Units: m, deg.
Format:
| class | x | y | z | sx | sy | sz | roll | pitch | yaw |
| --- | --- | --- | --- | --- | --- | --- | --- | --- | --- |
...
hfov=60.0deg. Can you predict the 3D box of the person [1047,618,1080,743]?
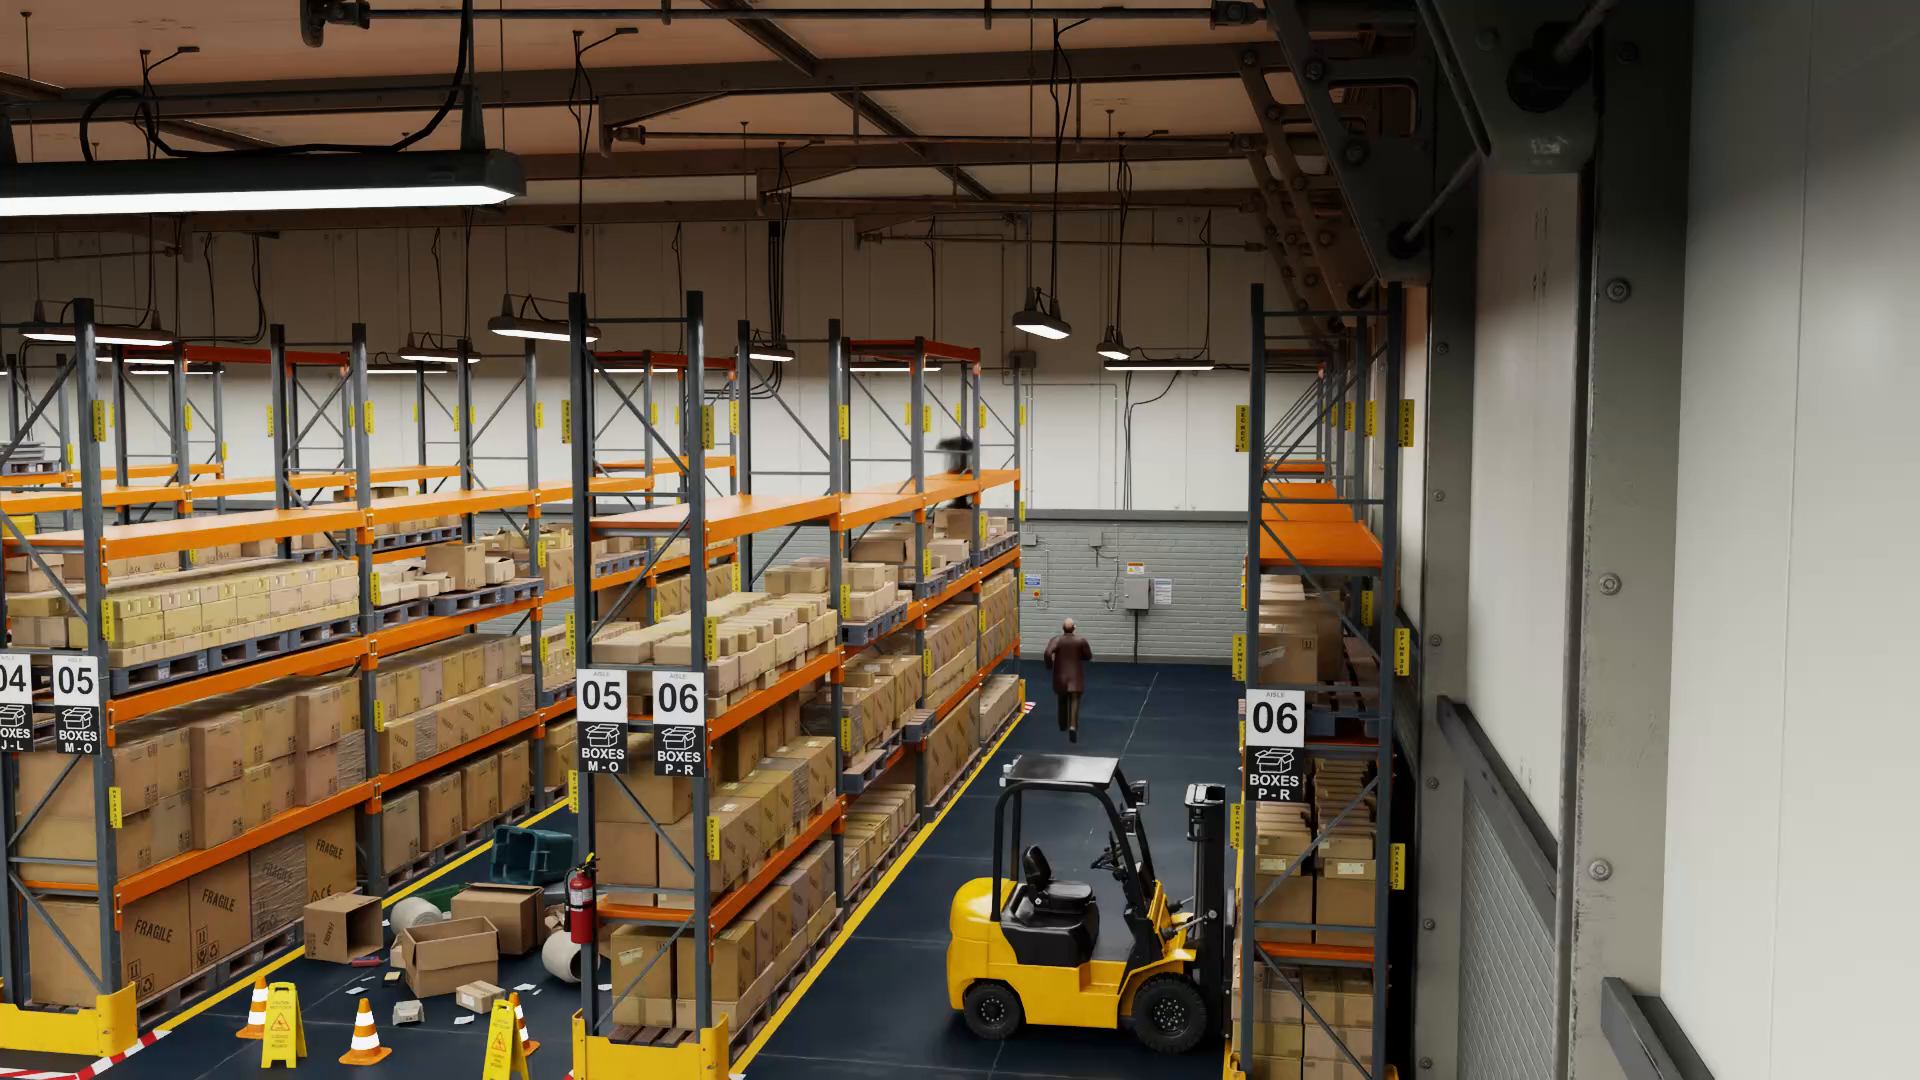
| class | x | y | z | sx | sy | sz | roll | pitch | yaw |
| --- | --- | --- | --- | --- | --- | --- | --- | --- | --- |
| person | 1.590 | 2.044 | 24.453 | 0.671 | 1.816 | 1.004 | 0 | 5 | 4 |
